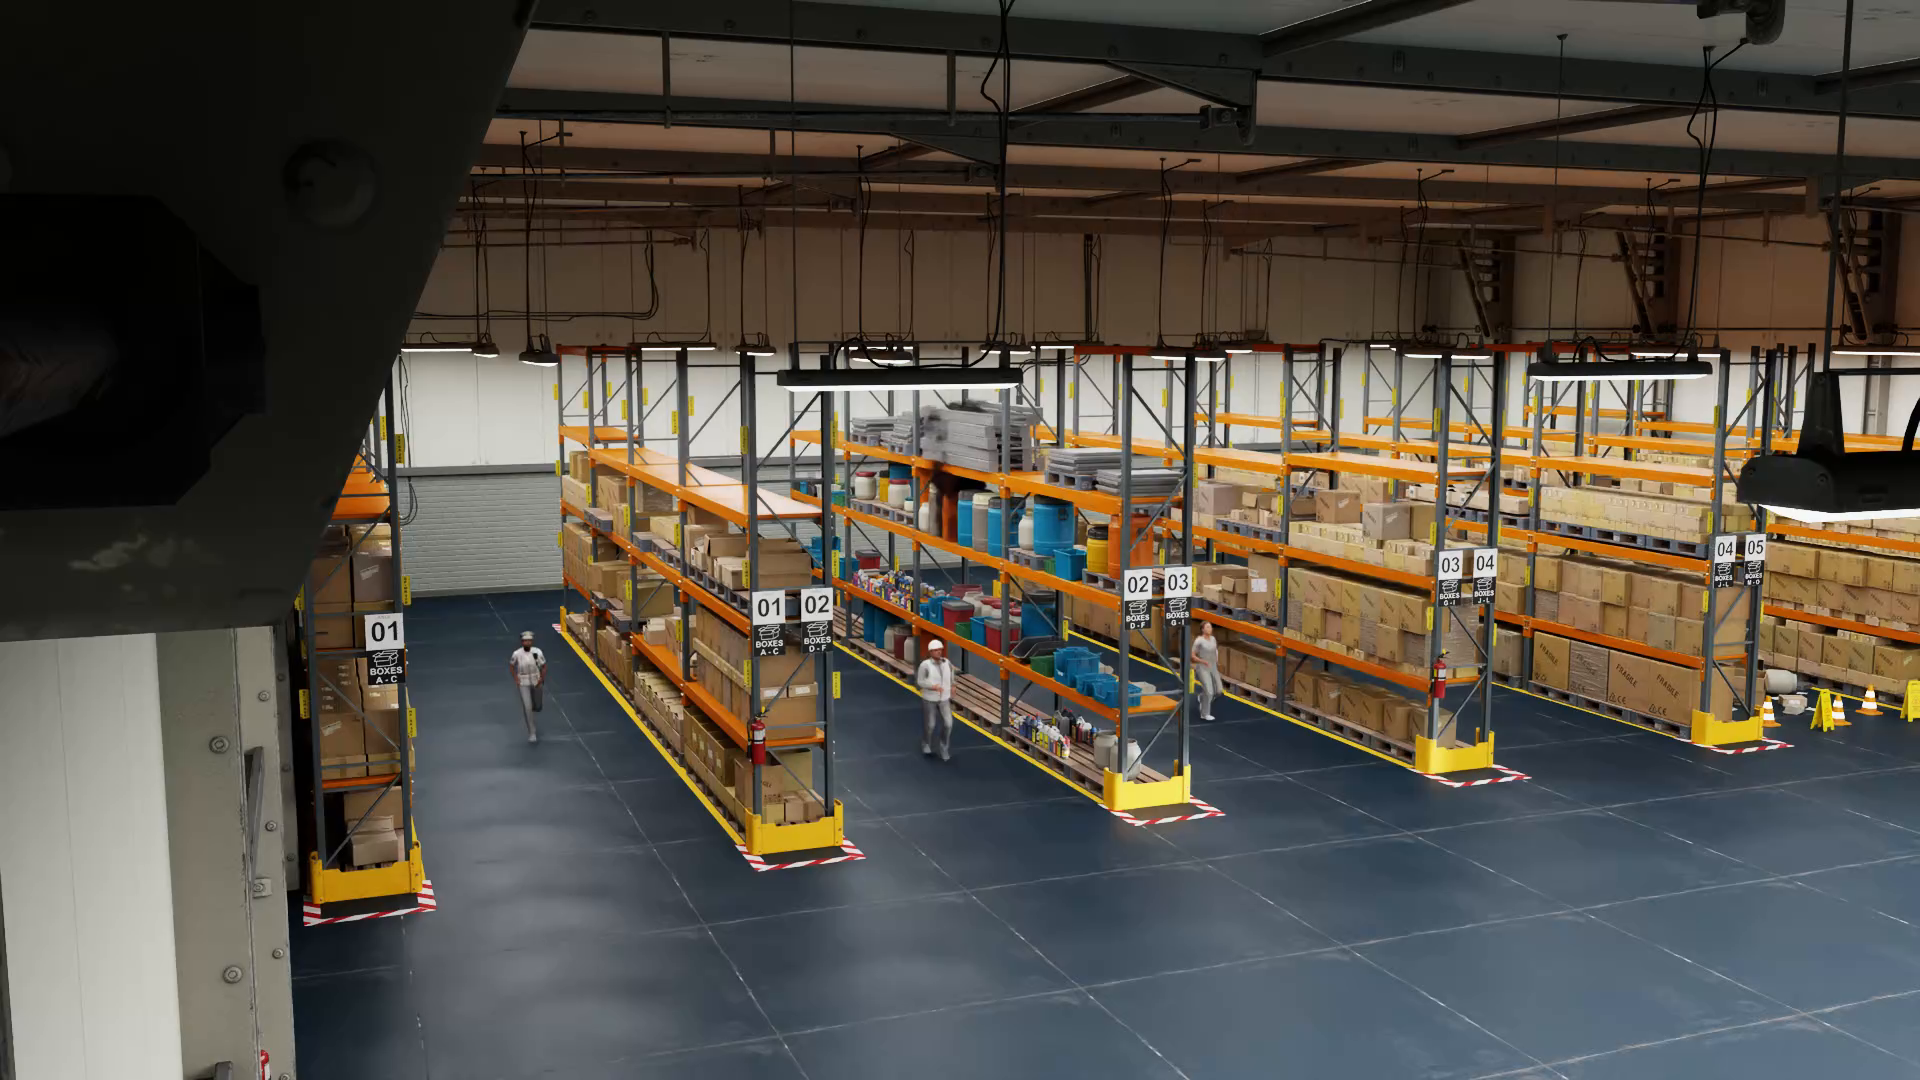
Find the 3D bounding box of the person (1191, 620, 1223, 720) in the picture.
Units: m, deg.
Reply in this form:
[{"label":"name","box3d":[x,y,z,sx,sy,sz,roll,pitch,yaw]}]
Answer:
[{"label":"person","box3d":[3.999,2.105,26.968,0.561,1.621,0.584,-4,8,-31]}]

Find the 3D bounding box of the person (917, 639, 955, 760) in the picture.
[{"label":"person","box3d":[-0.330,2.370,24.501,0.671,1.834,0.733,-3,8,-23]}]

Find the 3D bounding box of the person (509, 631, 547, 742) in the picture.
[{"label":"person","box3d":[-6.717,2.245,25.919,0.558,1.691,0.943,-3,8,-25]}]
